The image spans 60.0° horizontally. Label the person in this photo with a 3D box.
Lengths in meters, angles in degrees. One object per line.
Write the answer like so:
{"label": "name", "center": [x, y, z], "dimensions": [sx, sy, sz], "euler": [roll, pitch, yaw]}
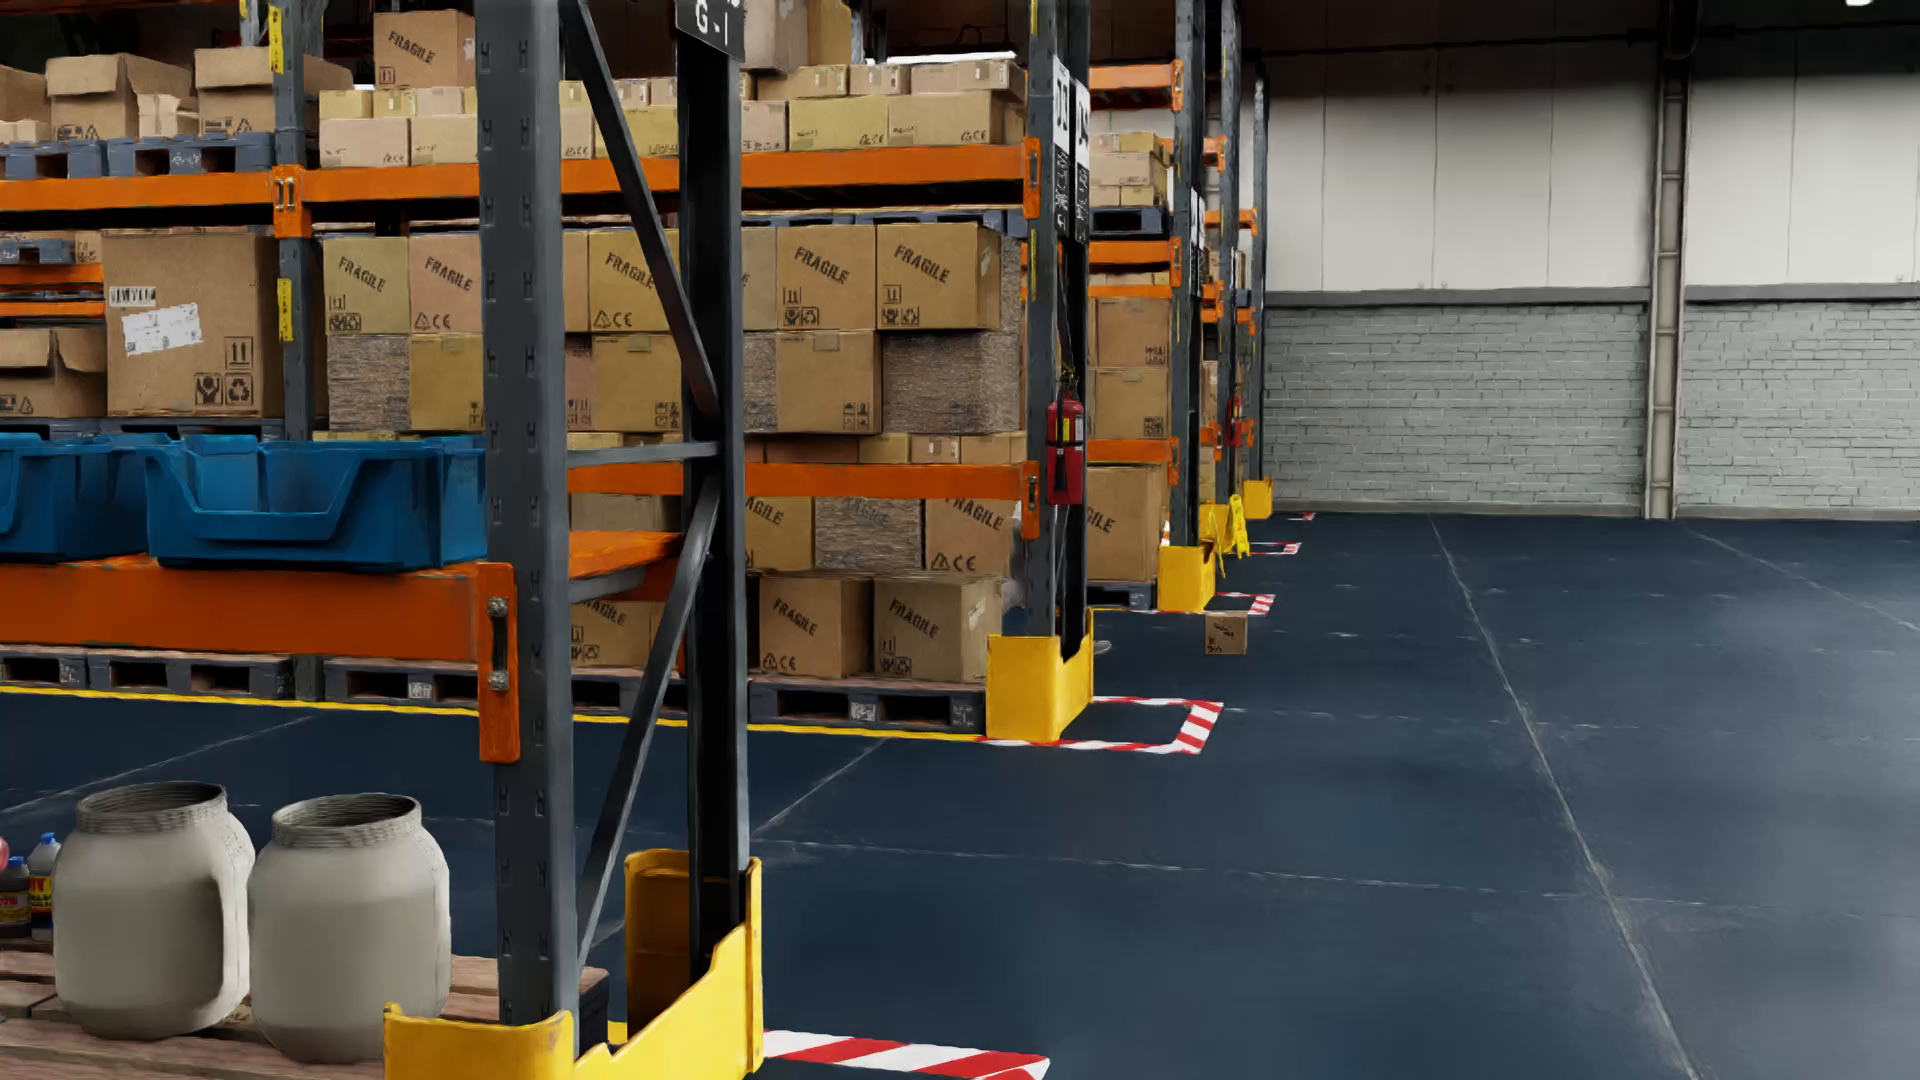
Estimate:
{"label": "person", "center": [0.471, -0.090, 10.184], "dimensions": [0.950, 1.648, 0.470], "euler": [-2, 5, -23]}
